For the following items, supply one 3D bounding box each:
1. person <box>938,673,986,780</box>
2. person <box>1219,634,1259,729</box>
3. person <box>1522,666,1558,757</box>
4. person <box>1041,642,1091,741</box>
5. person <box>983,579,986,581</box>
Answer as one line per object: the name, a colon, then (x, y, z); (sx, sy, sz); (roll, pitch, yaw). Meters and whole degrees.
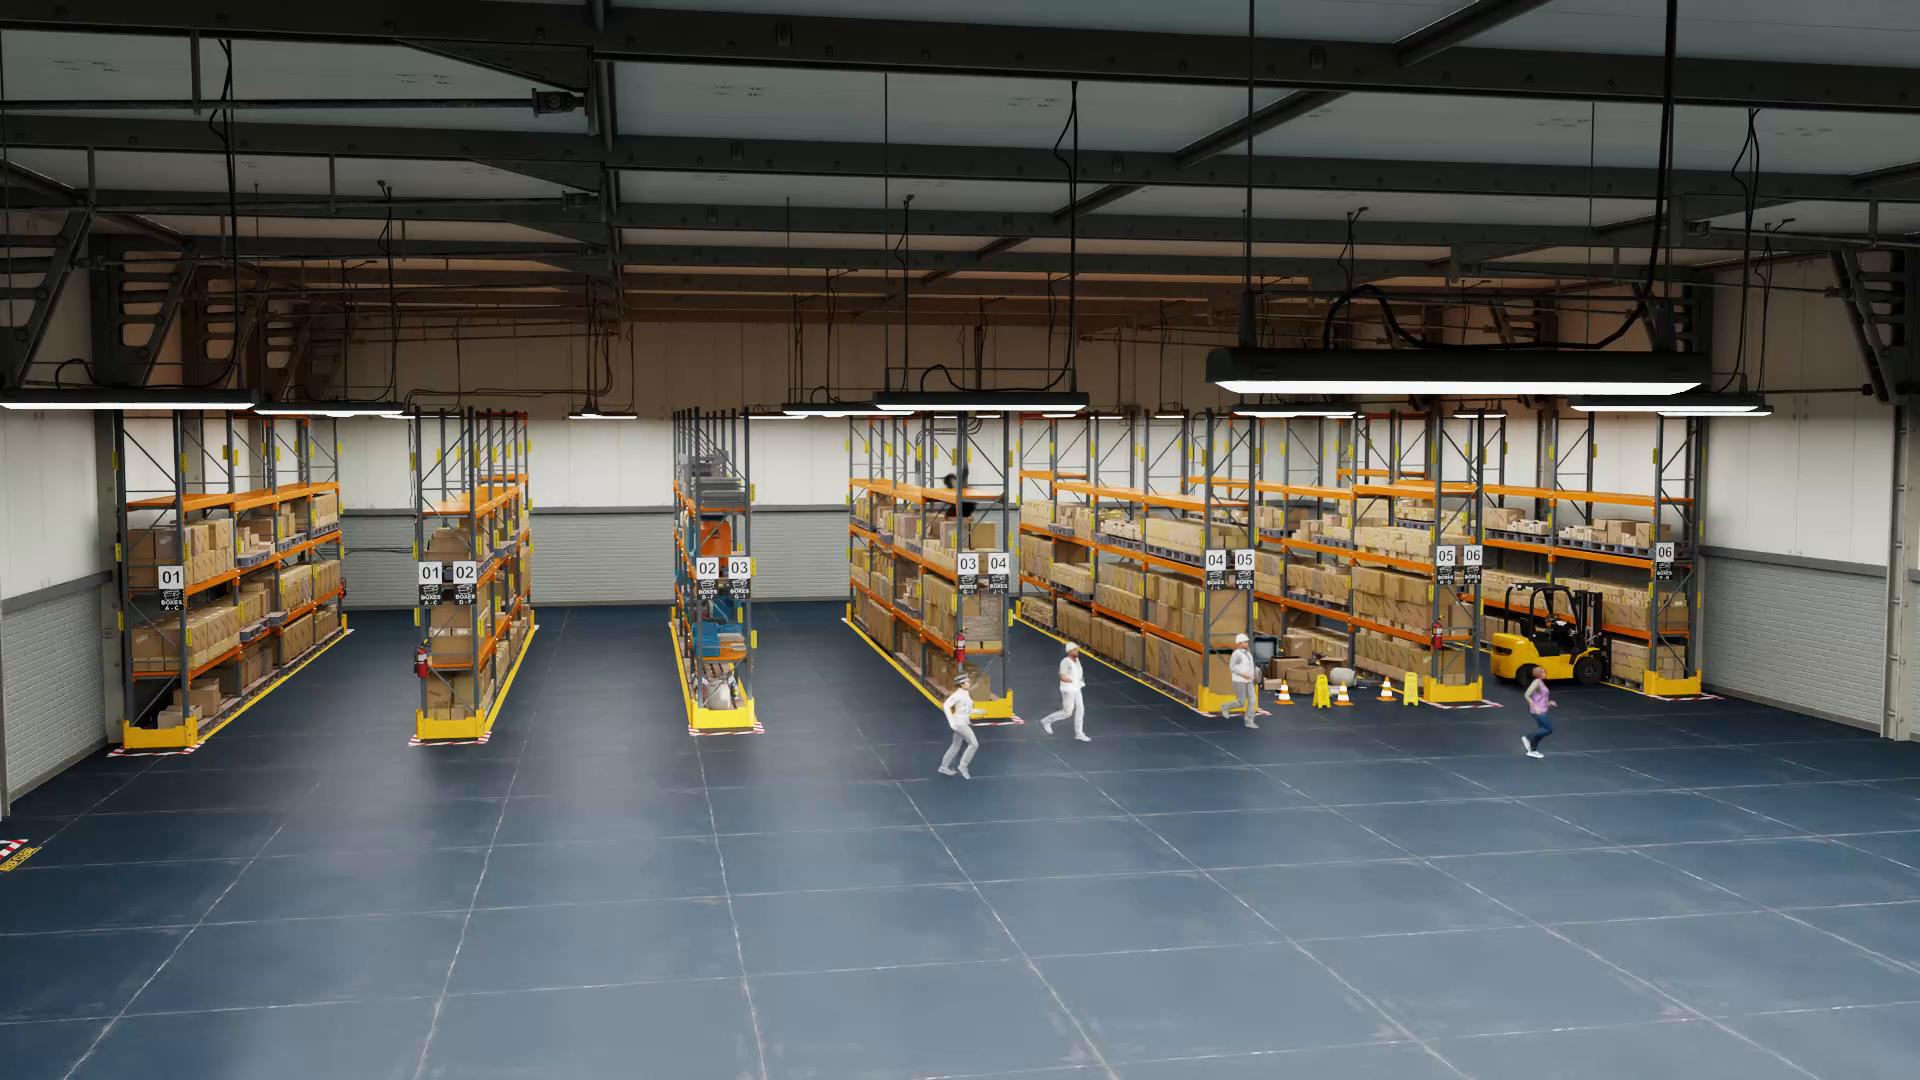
person: (0.032, 2.988, 26.651); (0.783, 1.714, 0.572); (1, 4, 8)
person: (5.275, 2.643, 31.210); (0.823, 1.768, 0.675); (4, 6, 44)
person: (9.891, 2.942, 28.336); (0.537, 1.538, 0.534); (2, 5, 30)
person: (1.946, 2.718, 29.932); (0.911, 1.779, 0.691); (2, 5, 27)
person: (0.451, 1.470, 48.288); (0.648, 1.641, 0.564); (2, 4, 26)
